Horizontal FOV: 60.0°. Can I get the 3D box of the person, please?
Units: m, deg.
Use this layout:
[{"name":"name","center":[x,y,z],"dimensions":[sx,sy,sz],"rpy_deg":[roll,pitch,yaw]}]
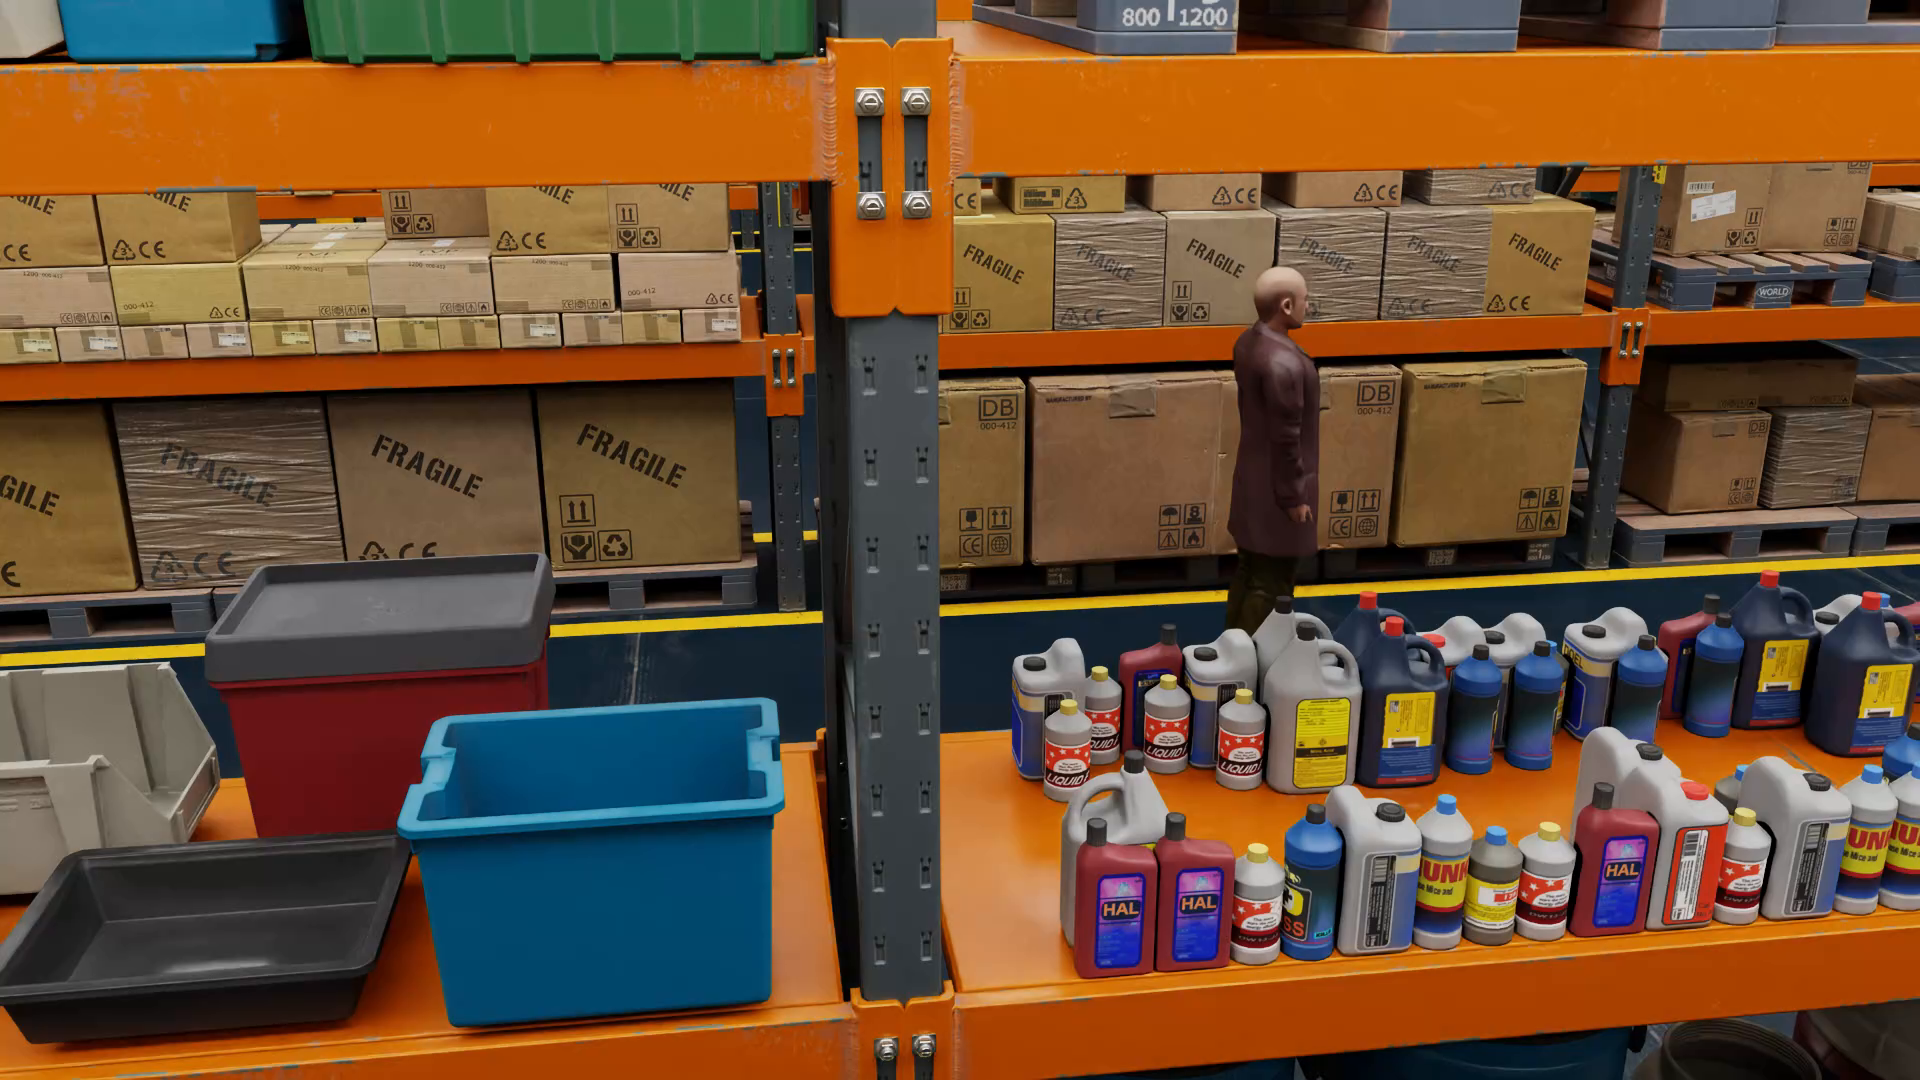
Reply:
[{"name":"person","center":[1.253,-0.185,6.678],"dimensions":[0.435,1.831,0.566],"rpy_deg":[-2,20,-6]}]
